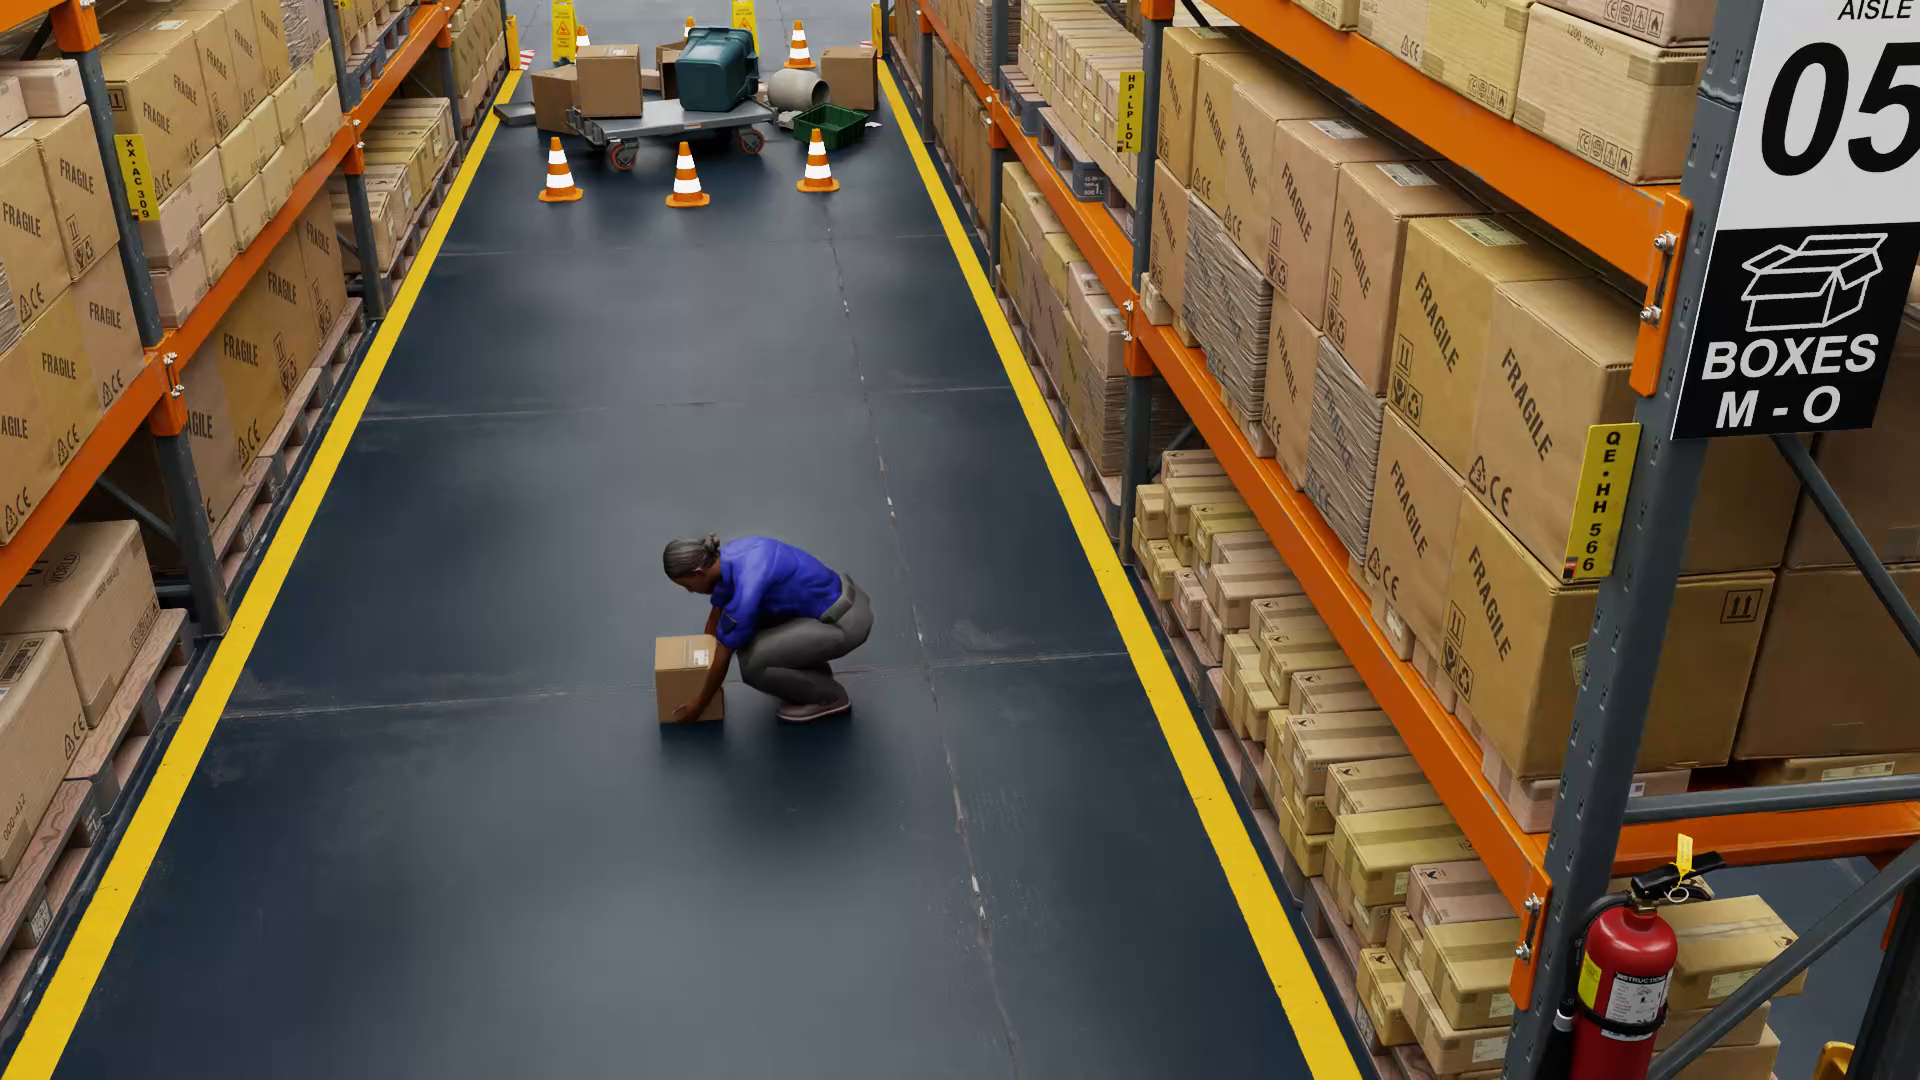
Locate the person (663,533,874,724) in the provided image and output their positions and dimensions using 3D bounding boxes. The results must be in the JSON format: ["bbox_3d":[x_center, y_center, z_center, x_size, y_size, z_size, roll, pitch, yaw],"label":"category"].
[{"bbox_3d":[-0.753,0.311,6.500,0.784,0.813,0.471,-4,28,-7],"label":"person"}]
